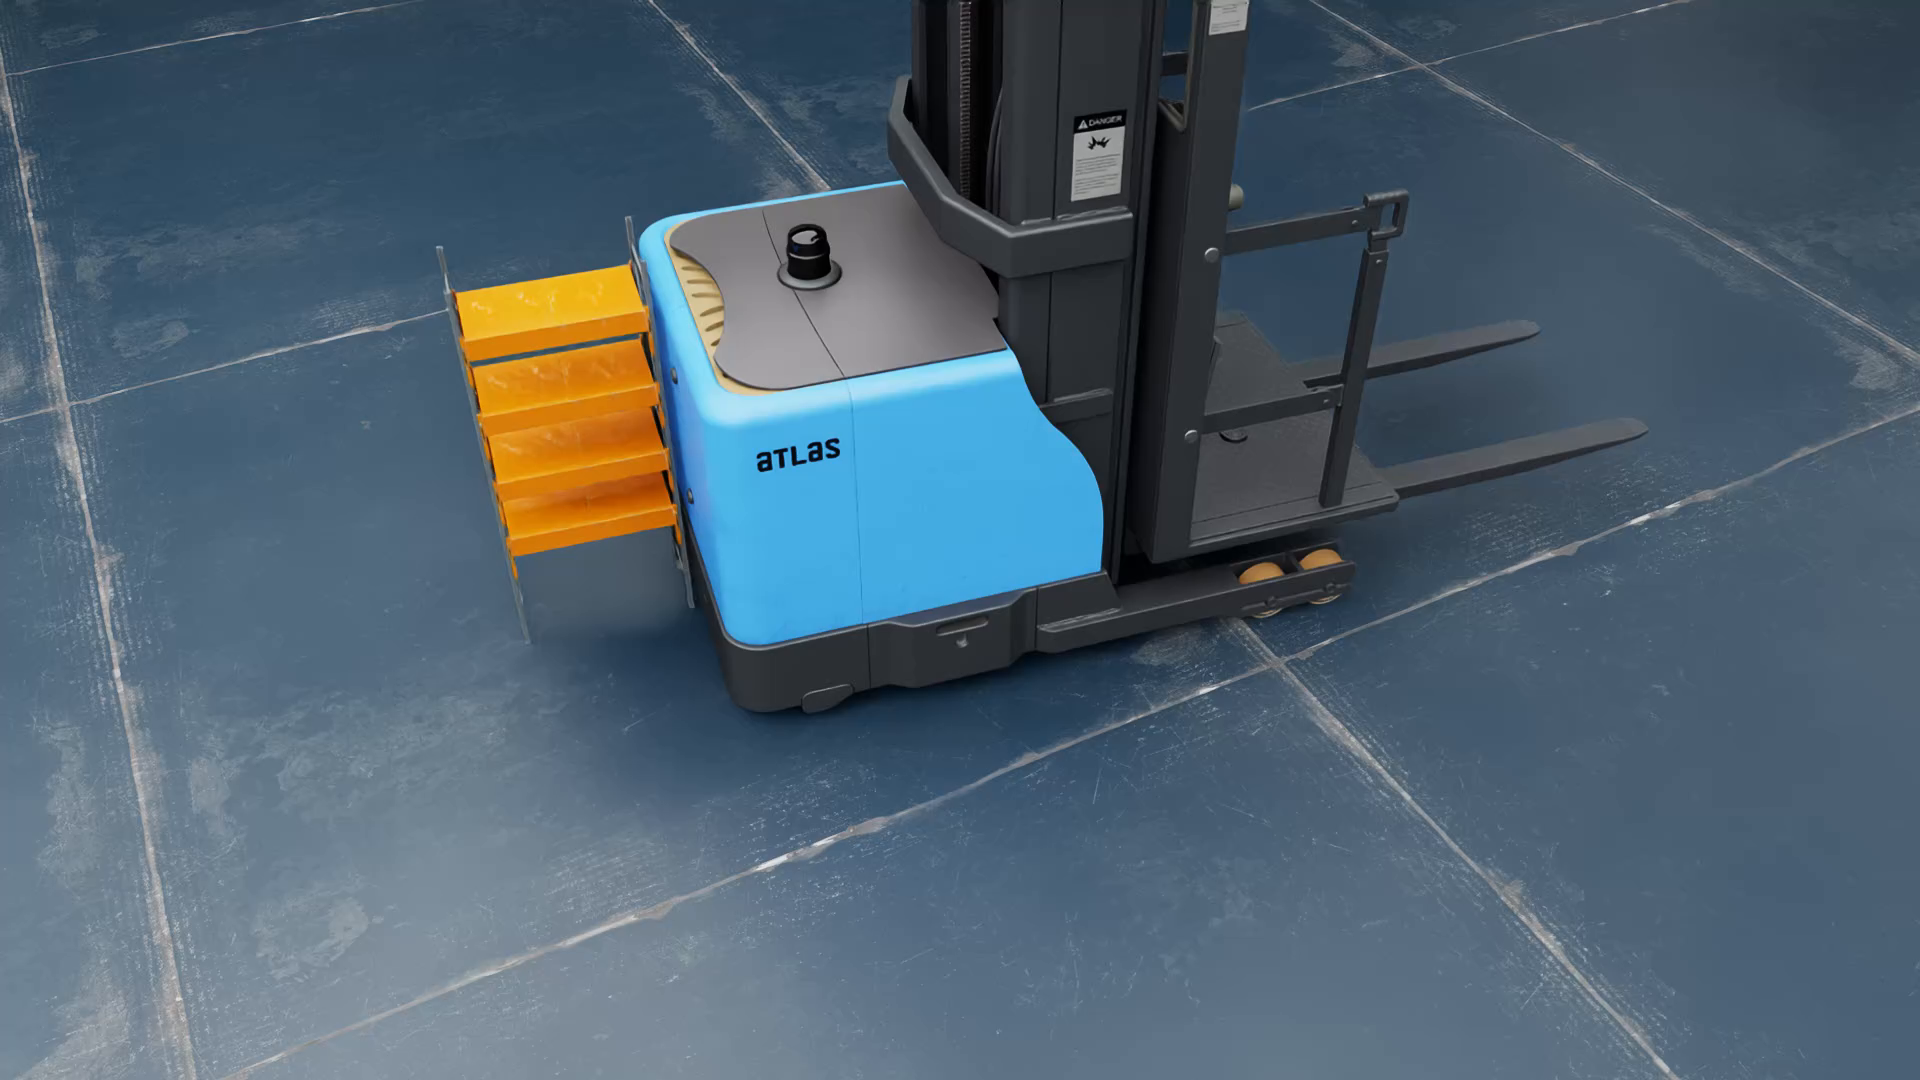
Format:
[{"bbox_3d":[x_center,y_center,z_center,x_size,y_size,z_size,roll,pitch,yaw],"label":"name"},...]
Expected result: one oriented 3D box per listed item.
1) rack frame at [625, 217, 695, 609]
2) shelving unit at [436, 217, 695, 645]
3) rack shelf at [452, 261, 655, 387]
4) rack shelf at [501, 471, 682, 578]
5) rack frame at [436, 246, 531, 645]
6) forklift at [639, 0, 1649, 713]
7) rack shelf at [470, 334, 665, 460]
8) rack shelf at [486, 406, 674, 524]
[{"bbox_3d":[-0.843,-0.324,4.704,0.015,1.200,0.240,-12,42,-14],"label":"rack frame"},{"bbox_3d":[-1.074,-0.275,4.646,0.503,1.200,0.258,-12,42,-14],"label":"shelving unit"},{"bbox_3d":[-1.074,-0.575,4.392,0.480,0.148,0.258,-12,42,-14],"label":"rack shelf"},{"bbox_3d":[-1.074,-0.072,4.818,0.480,0.148,0.258,-12,42,-14],"label":"rack shelf"},{"bbox_3d":[-1.306,-0.226,4.588,0.015,1.200,0.240,-12,42,-14],"label":"rack frame"},{"bbox_3d":[0.665,-1.199,4.398,3.031,2.935,1.130,-12,42,-14],"label":"forklift"},{"bbox_3d":[-1.074,-0.394,4.545,0.480,0.148,0.258,-12,42,-14],"label":"rack shelf"},{"bbox_3d":[-1.074,-0.224,4.690,0.480,0.148,0.258,-12,42,-14],"label":"rack shelf"}]
